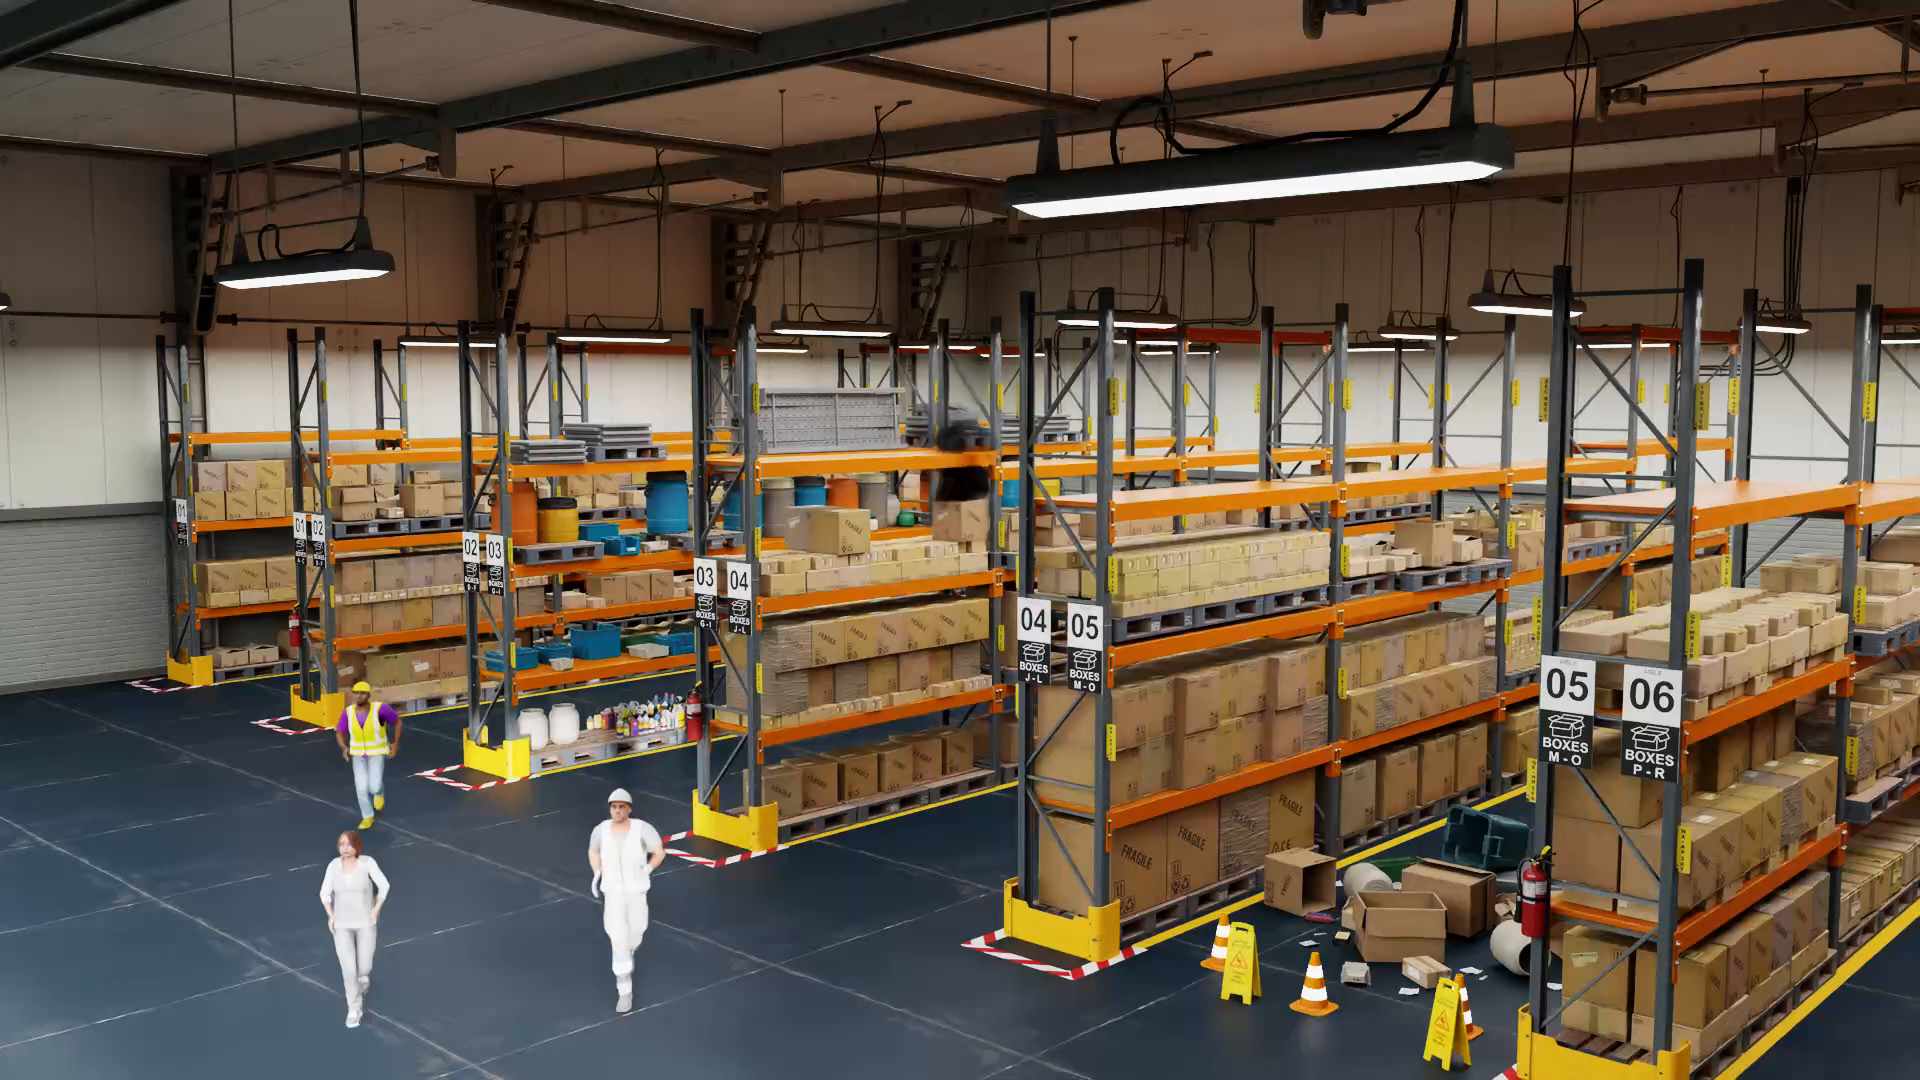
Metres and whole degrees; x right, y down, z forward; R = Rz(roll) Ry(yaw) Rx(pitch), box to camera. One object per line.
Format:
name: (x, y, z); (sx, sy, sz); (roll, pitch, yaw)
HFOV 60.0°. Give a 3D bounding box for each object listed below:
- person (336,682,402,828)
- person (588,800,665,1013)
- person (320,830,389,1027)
person: (-6.896, 2.494, 19.395); (0.721, 1.726, 0.654); (-1, 5, -7)
person: (-2.807, 2.992, 14.015); (0.643, 1.739, 0.881); (-1, 5, -9)
person: (-4.936, 3.127, 13.579); (0.540, 1.573, 0.557); (-1, 5, -12)
